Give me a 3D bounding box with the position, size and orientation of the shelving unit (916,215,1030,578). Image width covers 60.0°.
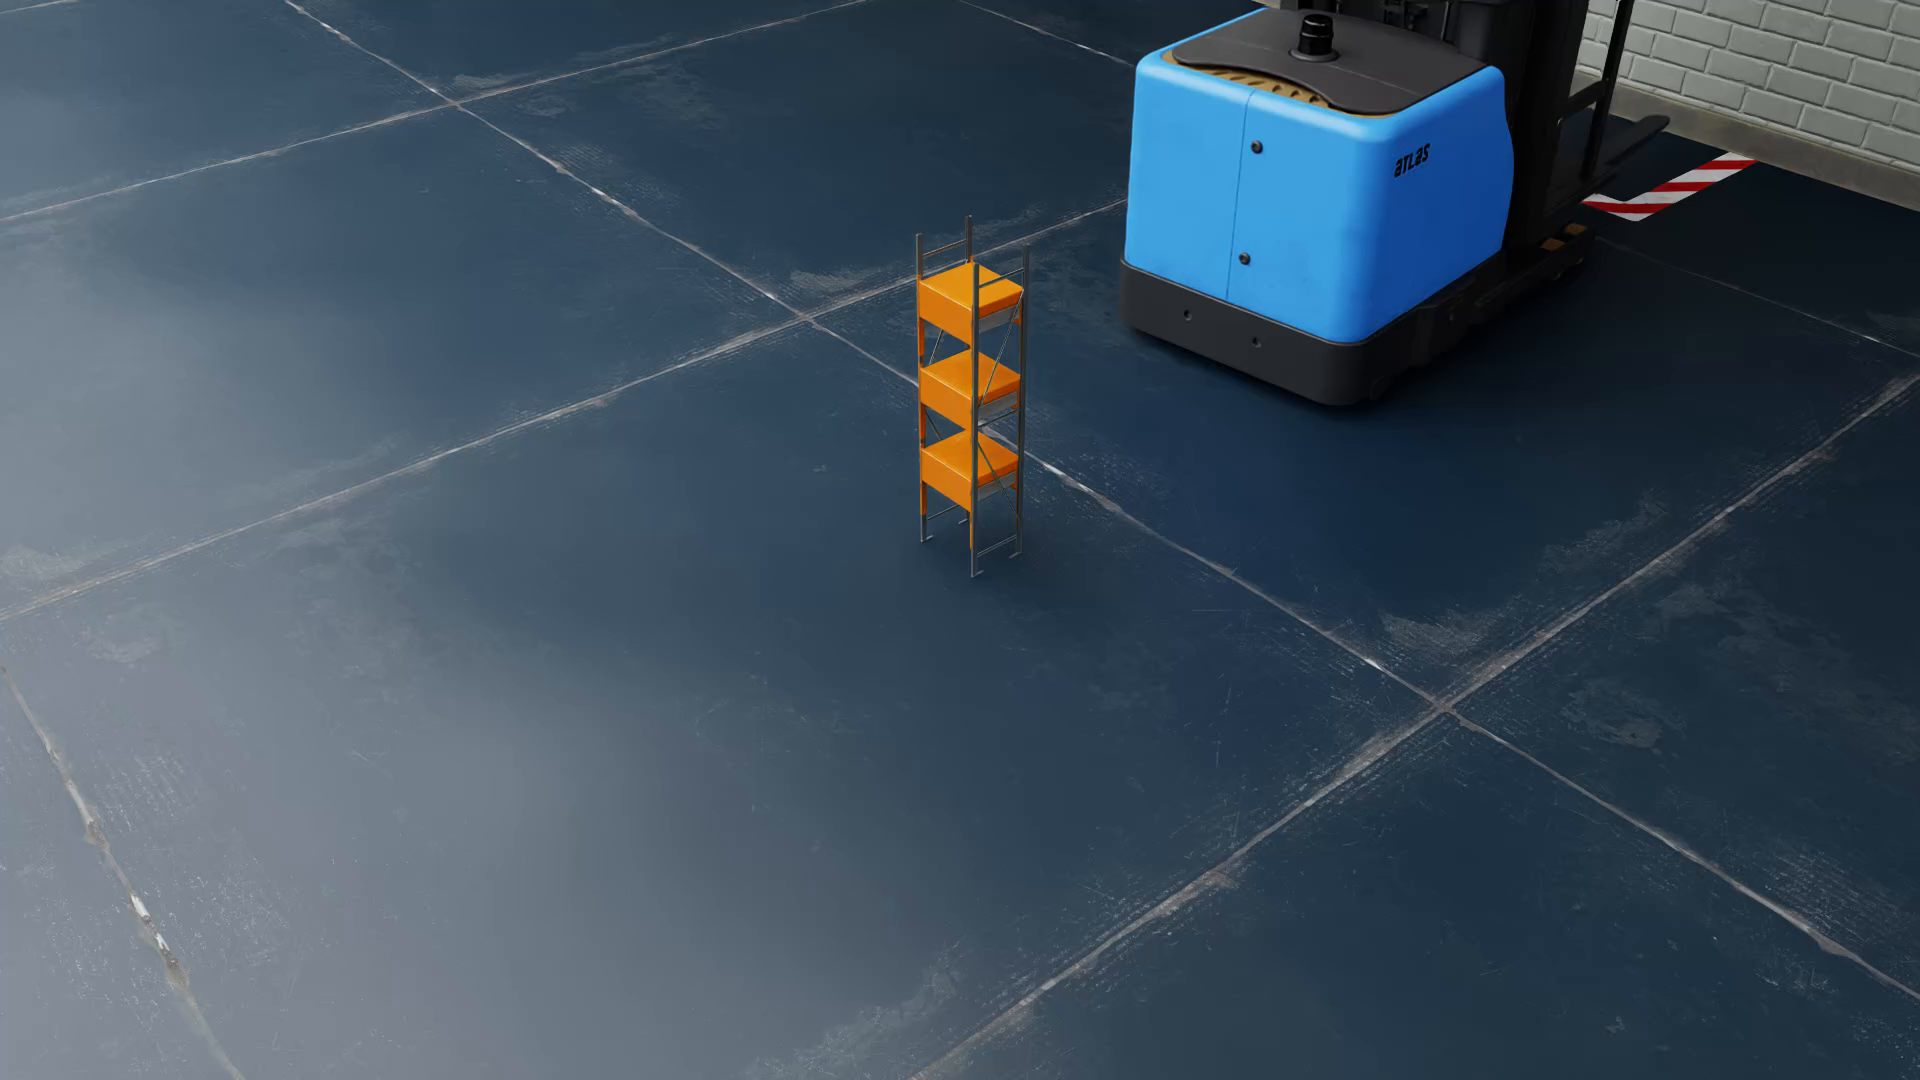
[{"bbox_3d":[0.035,-0.405,4.913,0.215,1.050,0.252,-26,43,-32],"label":"shelving unit"}]

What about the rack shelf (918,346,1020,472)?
[{"bbox_3d":[0.035,-0.396,4.919,0.215,0.259,0.240,-26,43,-32],"label":"rack shelf"}]

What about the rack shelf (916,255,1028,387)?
[{"bbox_3d":[0.035,-0.628,4.755,0.215,0.259,0.240,-26,43,-32],"label":"rack shelf"}]

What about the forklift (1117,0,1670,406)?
[{"bbox_3d":[1.966,-2.426,6.140,1.130,2.935,3.031,28,44,34],"label":"forklift"}]

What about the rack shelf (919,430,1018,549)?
[{"bbox_3d":[0.035,-0.169,5.080,0.215,0.259,0.240,-26,43,-32],"label":"rack shelf"}]

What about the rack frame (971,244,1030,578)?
[{"bbox_3d":[0.113,-0.351,4.837,0.200,1.050,0.008,-26,43,-32],"label":"rack frame"}]

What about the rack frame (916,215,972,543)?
[{"bbox_3d":[-0.044,-0.459,4.989,0.200,1.050,0.008,-26,43,-32],"label":"rack frame"}]
